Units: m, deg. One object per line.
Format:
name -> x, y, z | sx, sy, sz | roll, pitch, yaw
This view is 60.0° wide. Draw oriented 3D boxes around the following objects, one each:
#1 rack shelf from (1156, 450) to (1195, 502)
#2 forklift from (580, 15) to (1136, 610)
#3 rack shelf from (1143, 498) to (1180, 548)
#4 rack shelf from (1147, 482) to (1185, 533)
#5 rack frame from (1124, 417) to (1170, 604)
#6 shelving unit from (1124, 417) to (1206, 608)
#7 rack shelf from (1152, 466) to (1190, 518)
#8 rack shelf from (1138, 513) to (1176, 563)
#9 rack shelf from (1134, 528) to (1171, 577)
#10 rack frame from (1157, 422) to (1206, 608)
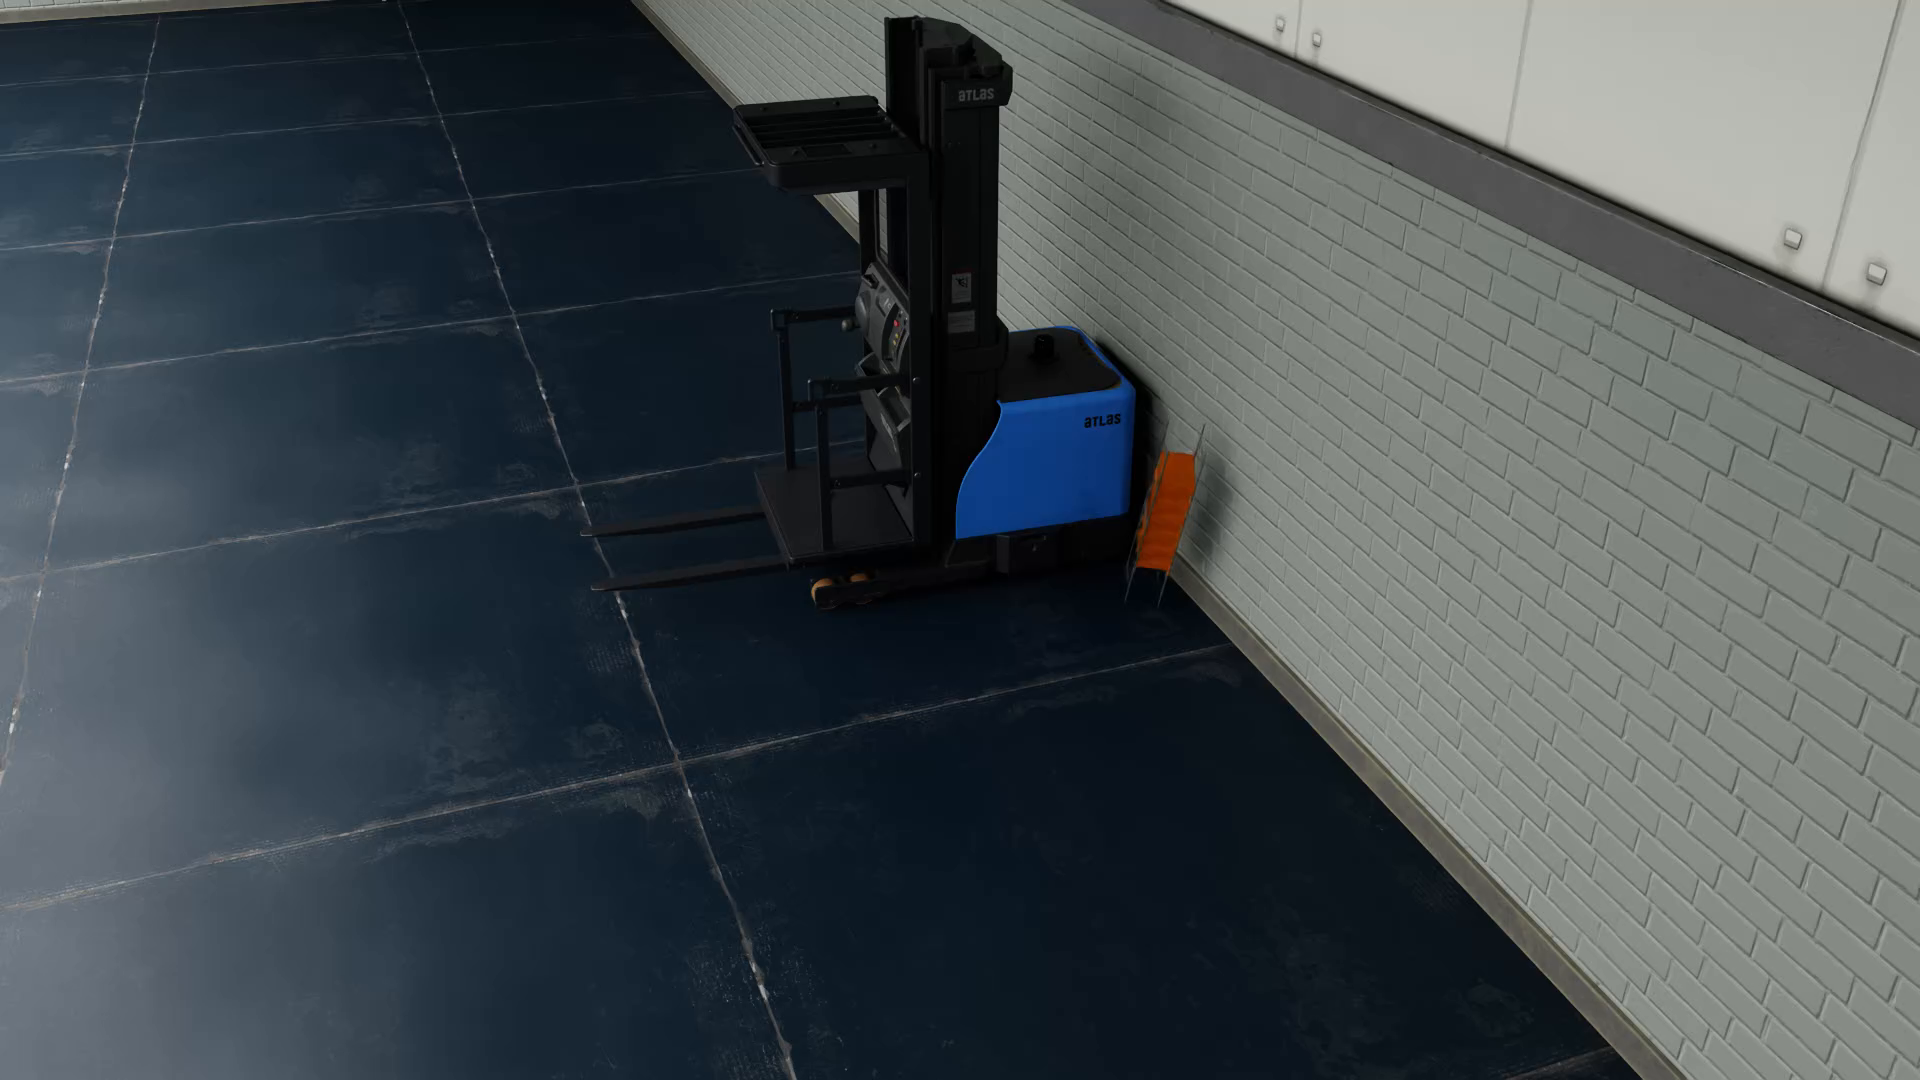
rack shelf -> 1.098, -0.330, 8.474 | 0.180, 0.103, 0.258 | 8, 48, -2
forklift -> -0.599, -1.185, 8.870 | 3.031, 2.935, 1.130 | -8, 31, -14
rack shelf -> 1.059, -0.094, 8.743 | 0.180, 0.103, 0.258 | 8, 48, -2
rack shelf -> 1.072, -0.173, 8.653 | 0.180, 0.103, 0.258 | 8, 48, -2
rack frame -> 0.973, -0.136, 8.707 | 0.006, 1.200, 0.240 | 8, 48, -2
shelving unit -> 1.064, -0.123, 8.709 | 0.189, 1.200, 0.258 | 8, 48, -2
rack shelf -> 1.085, -0.252, 8.563 | 0.180, 0.103, 0.258 | 8, 48, -2
rack shelf -> 1.046, -0.016, 8.832 | 0.180, 0.103, 0.258 | 8, 48, -2
rack shelf -> 1.033, 0.063, 8.922 | 0.180, 0.103, 0.258 | 8, 48, -2
rack frame -> 1.154, -0.111, 8.712 | 0.006, 1.200, 0.240 | 8, 48, -2
